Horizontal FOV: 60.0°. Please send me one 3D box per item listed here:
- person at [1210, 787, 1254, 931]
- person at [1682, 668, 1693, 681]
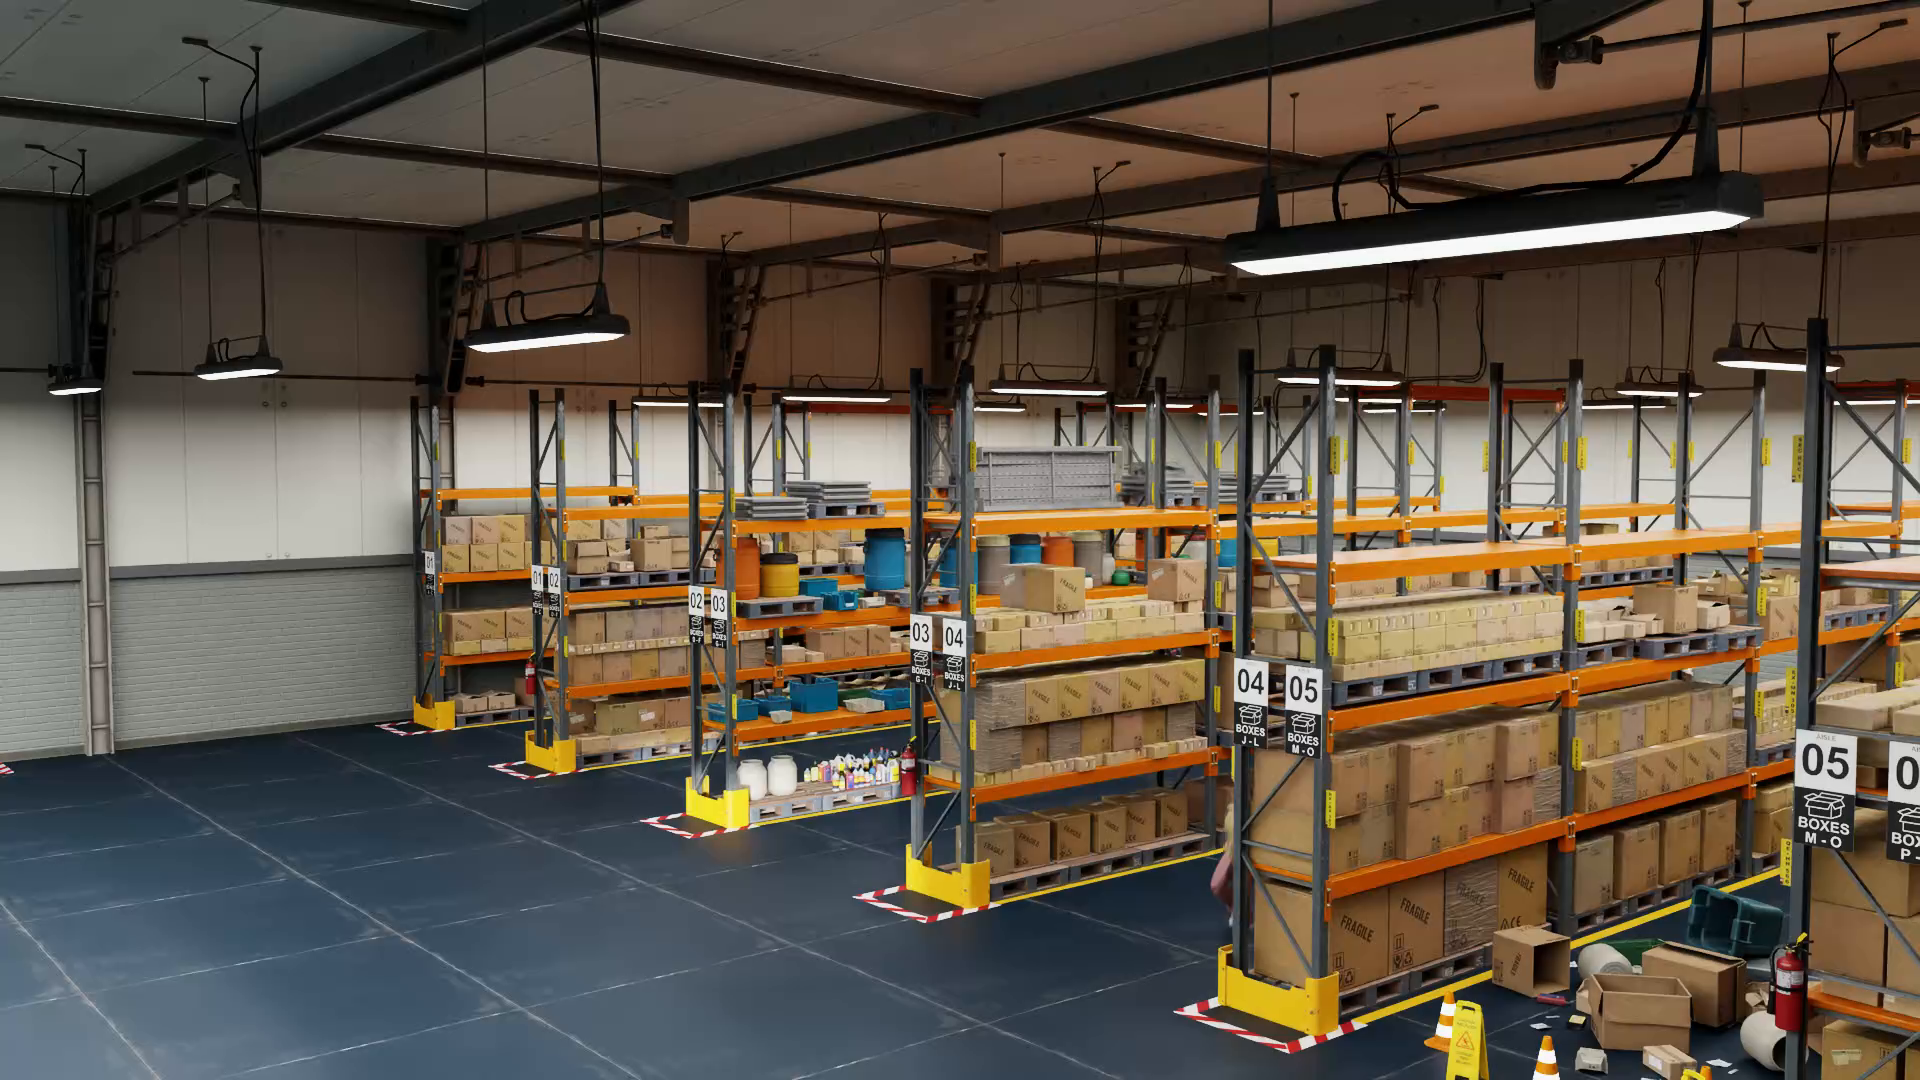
[{"bbox_3d":[2.918,3.323,17.356,0.580,1.616,0.591,3,5,44],"label":"person"},{"bbox_3d":[11.180,2.805,25.636,0.658,1.716,0.721,-3,4,-40],"label":"person"}]
